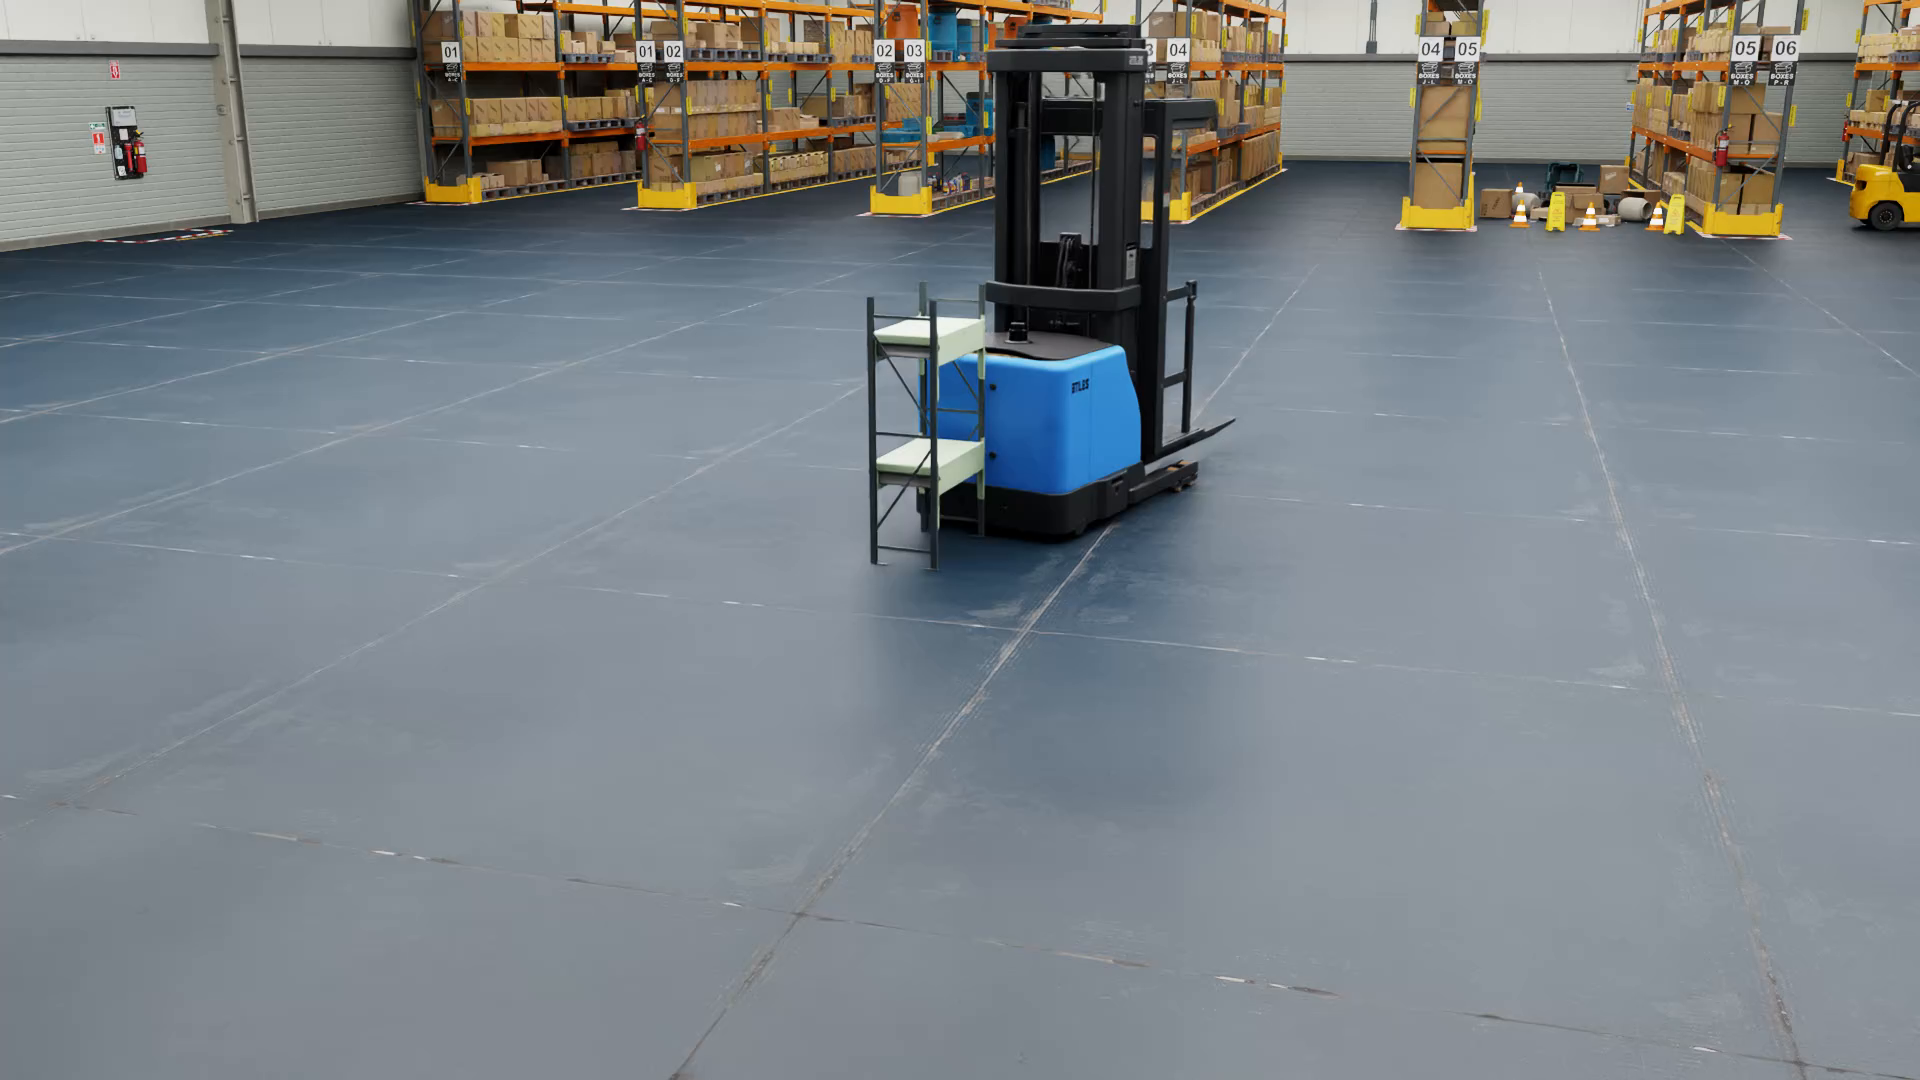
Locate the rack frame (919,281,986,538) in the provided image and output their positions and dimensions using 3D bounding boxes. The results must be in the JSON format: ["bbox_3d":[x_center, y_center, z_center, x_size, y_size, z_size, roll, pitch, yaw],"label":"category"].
[{"bbox_3d":[-0.044,-0.754,9.738,0.400,1.500,0.023,6,17,21],"label":"rack frame"}]

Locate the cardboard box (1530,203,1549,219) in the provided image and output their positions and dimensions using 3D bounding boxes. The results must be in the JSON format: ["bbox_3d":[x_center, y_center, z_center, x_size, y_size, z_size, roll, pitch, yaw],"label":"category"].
[{"bbox_3d":[10.777,-6.085,30.798,0.396,0.266,0.258,8,18,25],"label":"cardboard box"}]

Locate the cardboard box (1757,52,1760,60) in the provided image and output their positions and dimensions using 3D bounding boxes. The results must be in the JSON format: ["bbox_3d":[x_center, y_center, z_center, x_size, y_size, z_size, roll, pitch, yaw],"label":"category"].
[{"bbox_3d":[13.687,-8.182,28.143,0.380,0.149,0.250,5,16,16],"label":"cardboard box"}]

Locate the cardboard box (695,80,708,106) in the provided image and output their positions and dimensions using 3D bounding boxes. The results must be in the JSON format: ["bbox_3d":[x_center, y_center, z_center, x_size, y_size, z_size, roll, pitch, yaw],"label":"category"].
[{"bbox_3d":[-5.557,-9.072,33.757,0.700,0.500,0.500,4,16,14],"label":"cardboard box"}]

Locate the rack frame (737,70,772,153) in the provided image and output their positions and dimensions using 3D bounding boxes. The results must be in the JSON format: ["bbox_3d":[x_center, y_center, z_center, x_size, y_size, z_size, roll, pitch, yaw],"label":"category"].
[{"bbox_3d":[-6.065,-12.696,49.094,1.000,3.000,0.127,5,16,16],"label":"rack frame"}]

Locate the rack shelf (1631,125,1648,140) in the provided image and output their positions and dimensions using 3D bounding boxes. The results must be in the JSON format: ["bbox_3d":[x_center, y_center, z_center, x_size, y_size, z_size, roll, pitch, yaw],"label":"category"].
[{"bbox_3d":[17.116,-9.906,40.575,1.077,0.370,4.000,5,16,16],"label":"rack shelf"}]

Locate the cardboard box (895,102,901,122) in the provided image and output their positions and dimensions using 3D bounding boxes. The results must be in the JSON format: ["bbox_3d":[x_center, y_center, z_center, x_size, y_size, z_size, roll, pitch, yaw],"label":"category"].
[{"bbox_3d":[-1.902,-11.561,44.909,0.500,0.500,0.500,5,17,17],"label":"cardboard box"}]

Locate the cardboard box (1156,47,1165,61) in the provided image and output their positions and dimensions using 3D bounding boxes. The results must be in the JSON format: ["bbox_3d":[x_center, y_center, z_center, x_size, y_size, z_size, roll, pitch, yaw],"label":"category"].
[{"bbox_3d":[3.529,-8.875,30.399,0.500,0.250,0.500,5,17,17],"label":"cardboard box"}]

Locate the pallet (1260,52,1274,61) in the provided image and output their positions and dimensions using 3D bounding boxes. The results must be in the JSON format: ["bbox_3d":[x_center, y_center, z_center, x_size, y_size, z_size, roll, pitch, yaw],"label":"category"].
[{"bbox_3d":[7.289,-12.111,41.697,1.003,0.211,1.213,5,16,16],"label":"pallet"}]

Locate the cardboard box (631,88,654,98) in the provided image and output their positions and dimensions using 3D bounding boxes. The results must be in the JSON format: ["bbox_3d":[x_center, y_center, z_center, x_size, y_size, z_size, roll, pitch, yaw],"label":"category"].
[{"bbox_3d":[-7.954,-11.271,41.931,0.500,0.250,0.500,5,17,17],"label":"cardboard box"}]

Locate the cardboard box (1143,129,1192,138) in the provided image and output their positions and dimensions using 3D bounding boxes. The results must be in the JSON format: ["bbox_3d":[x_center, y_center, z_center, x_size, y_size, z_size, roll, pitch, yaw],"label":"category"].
[{"bbox_3d":[3.818,-7.691,30.719,0.875,0.500,0.500,5,16,16],"label":"cardboard box"}]

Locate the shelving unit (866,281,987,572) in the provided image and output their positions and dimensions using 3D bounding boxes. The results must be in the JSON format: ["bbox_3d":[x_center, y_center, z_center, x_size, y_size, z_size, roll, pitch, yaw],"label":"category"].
[{"bbox_3d":[-0.178,-0.661,9.410,0.431,1.500,0.755,6,17,21],"label":"shelving unit"}]

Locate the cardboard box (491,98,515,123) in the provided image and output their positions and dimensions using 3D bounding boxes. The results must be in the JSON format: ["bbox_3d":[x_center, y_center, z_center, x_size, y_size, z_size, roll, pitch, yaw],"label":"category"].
[{"bbox_3d":[-9.885,-9.173,35.538,0.500,0.500,0.500,4,16,14],"label":"cardboard box"}]

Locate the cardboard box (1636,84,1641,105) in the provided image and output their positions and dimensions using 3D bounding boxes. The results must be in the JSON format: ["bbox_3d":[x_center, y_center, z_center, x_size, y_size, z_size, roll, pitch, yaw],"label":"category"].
[{"bbox_3d":[17.135,-11.065,41.329,0.500,0.500,0.500,4,16,14],"label":"cardboard box"}]

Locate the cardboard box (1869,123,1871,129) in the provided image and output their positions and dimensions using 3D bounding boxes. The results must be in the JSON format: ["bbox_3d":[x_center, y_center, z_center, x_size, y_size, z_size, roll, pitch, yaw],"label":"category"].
[{"bbox_3d":[21.612,-9.729,39.095,0.380,0.149,0.250,5,16,16],"label":"cardboard box"}]

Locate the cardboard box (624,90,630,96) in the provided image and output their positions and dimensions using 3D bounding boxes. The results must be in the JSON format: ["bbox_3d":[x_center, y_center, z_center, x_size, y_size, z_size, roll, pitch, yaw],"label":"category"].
[{"bbox_3d":[-8.407,-11.082,41.226,0.380,0.149,0.250,2,16,9],"label":"cardboard box"}]

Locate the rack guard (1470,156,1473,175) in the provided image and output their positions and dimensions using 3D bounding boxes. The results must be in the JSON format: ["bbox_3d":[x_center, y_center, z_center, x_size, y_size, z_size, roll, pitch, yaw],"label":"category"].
[{"bbox_3d":[12.888,-9.910,43.853,1.175,0.500,0.348,5,16,16],"label":"rack guard"}]

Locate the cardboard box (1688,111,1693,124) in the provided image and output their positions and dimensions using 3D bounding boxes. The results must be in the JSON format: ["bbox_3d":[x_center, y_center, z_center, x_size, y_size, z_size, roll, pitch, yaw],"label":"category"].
[{"bbox_3d":[14.185,-8.168,31.631,0.500,0.500,0.500,4,16,15],"label":"cardboard box"}]

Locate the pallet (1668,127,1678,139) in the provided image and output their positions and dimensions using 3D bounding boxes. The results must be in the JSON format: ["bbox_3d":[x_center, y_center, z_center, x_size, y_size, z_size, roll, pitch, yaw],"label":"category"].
[{"bbox_3d":[15.310,-8.395,34.283,1.213,0.211,1.003,5,16,16],"label":"pallet"}]

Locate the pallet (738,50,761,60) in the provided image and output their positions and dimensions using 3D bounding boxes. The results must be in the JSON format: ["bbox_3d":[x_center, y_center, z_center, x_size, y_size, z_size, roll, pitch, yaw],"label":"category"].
[{"bbox_3d":[-4.942,-10.349,35.484,1.003,0.211,1.213,5,16,16],"label":"pallet"}]

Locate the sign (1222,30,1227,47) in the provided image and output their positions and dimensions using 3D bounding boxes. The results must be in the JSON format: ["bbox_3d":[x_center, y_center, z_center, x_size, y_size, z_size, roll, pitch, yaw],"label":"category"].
[{"bbox_3d":[5.295,-10.056,33.342,0.100,0.325,0.005,5,16,16],"label":"sign"}]

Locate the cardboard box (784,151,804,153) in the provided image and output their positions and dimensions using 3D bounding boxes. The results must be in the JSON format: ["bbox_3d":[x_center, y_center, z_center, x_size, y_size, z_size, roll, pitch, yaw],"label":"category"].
[{"bbox_3d":[-4.018,-9.255,40.203,0.500,0.311,0.500,5,17,18],"label":"cardboard box"}]

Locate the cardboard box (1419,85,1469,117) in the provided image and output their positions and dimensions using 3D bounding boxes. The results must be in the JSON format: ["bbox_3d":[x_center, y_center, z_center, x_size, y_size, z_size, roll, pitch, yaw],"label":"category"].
[{"bbox_3d":[8.573,-7.784,29.520,0.875,0.550,0.550,5,16,16],"label":"cardboard box"}]

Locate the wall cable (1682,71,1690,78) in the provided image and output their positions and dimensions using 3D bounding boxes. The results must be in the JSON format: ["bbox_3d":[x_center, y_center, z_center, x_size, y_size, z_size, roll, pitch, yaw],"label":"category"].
[{"bbox_3d":[20.627,-12.634,47.014,0.588,1.984,0.122,5,16,16],"label":"wall cable"}]

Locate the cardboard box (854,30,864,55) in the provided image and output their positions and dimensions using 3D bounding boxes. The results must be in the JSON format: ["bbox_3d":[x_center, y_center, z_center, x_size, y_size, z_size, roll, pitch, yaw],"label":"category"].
[{"bbox_3d":[-2.833,-12.705,42.493,0.600,0.600,0.600,4,16,15],"label":"cardboard box"}]

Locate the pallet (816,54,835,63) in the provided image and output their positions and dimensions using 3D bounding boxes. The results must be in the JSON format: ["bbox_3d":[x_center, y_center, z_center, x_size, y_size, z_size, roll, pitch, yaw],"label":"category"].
[{"bbox_3d":[-3.695,-11.388,39.330,1.213,0.211,1.003,5,17,18],"label":"pallet"}]

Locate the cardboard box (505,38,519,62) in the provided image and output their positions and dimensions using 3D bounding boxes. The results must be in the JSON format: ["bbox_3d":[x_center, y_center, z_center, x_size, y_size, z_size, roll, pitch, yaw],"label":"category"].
[{"bbox_3d":[-9.814,-10.495,35.616,0.500,0.500,0.500,6,17,19],"label":"cardboard box"}]

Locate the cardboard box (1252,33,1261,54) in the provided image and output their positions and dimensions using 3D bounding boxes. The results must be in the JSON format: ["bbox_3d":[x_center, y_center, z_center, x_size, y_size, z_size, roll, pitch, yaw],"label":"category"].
[{"bbox_3d":[6.891,-12.038,40.324,0.700,0.500,0.500,5,17,17],"label":"cardboard box"}]

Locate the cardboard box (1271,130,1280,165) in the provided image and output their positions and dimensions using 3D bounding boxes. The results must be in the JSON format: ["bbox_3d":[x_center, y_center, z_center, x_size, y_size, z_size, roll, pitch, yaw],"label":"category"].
[{"bbox_3d":[8.078,-10.550,44.652,0.875,0.875,0.875,5,16,16],"label":"cardboard box"}]

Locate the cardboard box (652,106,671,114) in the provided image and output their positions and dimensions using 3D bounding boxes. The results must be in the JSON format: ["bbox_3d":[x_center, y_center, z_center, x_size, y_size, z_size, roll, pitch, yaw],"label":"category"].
[{"bbox_3d":[-5.935,-8.602,33.288,0.380,0.149,0.250,4,16,15],"label":"cardboard box"}]

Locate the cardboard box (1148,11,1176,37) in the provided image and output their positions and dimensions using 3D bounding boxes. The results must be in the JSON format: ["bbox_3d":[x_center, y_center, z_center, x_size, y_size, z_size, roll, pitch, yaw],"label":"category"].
[{"bbox_3d":[3.834,-9.658,31.240,0.500,0.500,0.500,5,16,16],"label":"cardboard box"}]

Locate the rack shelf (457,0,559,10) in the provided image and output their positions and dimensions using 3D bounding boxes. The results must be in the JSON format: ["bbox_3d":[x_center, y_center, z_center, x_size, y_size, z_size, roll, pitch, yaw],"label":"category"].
[{"bbox_3d":[-10.043,-11.572,35.461,1.077,0.370,4.000,5,16,16],"label":"rack shelf"}]

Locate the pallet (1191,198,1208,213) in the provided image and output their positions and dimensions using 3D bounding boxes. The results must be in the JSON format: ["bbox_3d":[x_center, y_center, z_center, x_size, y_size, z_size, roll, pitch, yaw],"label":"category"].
[{"bbox_3d":[4.271,-6.564,32.585,1.003,0.211,1.213,5,16,16],"label":"pallet"}]

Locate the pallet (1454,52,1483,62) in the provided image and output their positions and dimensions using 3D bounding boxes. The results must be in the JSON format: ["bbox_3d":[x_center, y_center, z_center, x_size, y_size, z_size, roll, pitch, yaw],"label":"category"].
[{"bbox_3d":[10.189,-9.927,34.179,1.003,0.211,1.213,5,17,18],"label":"pallet"}]

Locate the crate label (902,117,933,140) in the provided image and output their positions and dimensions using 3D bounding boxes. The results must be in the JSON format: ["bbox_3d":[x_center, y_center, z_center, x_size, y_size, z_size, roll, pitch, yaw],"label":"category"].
[{"bbox_3d":[-0.849,-8.261,33.394,0.502,0.435,0.616,5,16,16],"label":"crate label"}]

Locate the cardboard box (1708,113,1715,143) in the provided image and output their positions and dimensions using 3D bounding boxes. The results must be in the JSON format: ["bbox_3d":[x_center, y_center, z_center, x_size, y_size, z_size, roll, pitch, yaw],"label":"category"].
[{"bbox_3d":[13.174,-7.075,28.546,0.500,0.500,0.500,5,16,16],"label":"cardboard box"}]

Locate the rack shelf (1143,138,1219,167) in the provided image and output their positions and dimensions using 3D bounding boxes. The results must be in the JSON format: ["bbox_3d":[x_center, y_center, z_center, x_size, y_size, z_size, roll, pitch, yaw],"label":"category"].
[{"bbox_3d":[4.204,-7.535,32.216,1.077,0.370,4.000,5,16,16],"label":"rack shelf"}]

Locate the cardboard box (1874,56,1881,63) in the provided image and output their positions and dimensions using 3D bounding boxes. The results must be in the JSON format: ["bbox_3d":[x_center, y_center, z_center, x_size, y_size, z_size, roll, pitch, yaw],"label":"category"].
[{"bbox_3d":[21.536,-11.189,38.744,0.380,0.149,0.250,5,17,17],"label":"cardboard box"}]

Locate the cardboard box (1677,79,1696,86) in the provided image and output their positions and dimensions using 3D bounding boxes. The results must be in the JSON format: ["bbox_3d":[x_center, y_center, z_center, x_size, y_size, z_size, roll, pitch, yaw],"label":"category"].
[{"bbox_3d":[16.886,-10.633,38.614,0.380,0.149,0.250,4,16,15],"label":"cardboard box"}]

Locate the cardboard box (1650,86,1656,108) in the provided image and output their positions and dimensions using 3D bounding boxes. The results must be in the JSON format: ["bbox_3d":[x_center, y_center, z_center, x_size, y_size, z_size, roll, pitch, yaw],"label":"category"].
[{"bbox_3d":[16.147,-10.165,38.155,0.500,0.500,0.500,5,17,17],"label":"cardboard box"}]

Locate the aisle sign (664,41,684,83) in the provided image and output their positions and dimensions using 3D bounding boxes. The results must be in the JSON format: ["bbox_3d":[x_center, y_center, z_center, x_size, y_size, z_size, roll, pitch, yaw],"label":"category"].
[{"bbox_3d":[-5.586,-9.337,32.486,0.394,0.787,0.004,5,16,16],"label":"aisle sign"}]

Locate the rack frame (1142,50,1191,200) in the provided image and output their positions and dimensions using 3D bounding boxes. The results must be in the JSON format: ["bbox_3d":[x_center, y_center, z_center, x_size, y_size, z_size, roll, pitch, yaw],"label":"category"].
[{"bbox_3d":[3.636,-7.358,30.273,1.000,3.000,0.127,5,16,16],"label":"rack frame"}]

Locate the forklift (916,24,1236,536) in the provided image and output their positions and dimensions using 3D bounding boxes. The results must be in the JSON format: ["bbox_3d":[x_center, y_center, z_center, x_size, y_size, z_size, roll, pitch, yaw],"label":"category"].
[{"bbox_3d":[0.937,-1.786,10.753,1.130,2.935,3.031,10,18,30],"label":"forklift"}]

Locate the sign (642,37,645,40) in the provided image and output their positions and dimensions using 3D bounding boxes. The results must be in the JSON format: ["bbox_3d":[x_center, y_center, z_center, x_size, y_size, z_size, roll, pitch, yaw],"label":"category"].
[{"bbox_3d":[-7.818,-12.252,41.085,0.100,0.325,0.005,5,16,16],"label":"sign"}]

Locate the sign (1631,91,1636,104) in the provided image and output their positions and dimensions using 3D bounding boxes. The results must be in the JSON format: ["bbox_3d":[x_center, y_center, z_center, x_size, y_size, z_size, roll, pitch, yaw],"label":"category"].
[{"bbox_3d":[17.154,-11.275,42.350,0.100,0.325,0.005,5,16,16],"label":"sign"}]

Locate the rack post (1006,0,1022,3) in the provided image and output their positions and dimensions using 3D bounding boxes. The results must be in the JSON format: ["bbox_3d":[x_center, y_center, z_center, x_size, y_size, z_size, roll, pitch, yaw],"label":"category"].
[{"bbox_3d":[0.501,-12.293,36.311,1.013,1.000,3.121,5,16,16],"label":"rack post"}]

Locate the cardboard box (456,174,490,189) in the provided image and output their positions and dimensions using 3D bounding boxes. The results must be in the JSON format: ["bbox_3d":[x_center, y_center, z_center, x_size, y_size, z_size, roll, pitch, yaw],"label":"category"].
[{"bbox_3d":[-10.329,-7.602,35.256,0.500,0.311,0.500,3,16,10],"label":"cardboard box"}]

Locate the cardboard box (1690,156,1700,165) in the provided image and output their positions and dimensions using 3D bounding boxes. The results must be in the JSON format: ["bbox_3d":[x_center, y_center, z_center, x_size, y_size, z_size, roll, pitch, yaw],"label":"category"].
[{"bbox_3d":[13.754,-7.026,30.811,0.380,0.149,0.250,5,17,17],"label":"cardboard box"}]

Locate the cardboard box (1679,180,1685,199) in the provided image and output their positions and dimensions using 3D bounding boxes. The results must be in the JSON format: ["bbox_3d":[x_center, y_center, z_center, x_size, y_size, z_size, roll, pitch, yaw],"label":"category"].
[{"bbox_3d":[14.421,-6.711,32.039,0.950,0.372,0.625,5,17,17],"label":"cardboard box"}]

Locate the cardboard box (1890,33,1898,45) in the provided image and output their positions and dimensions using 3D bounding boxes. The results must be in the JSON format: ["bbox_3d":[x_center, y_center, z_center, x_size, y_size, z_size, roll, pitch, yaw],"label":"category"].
[{"bbox_3d":[21.220,-11.250,37.313,0.500,0.250,0.500,5,16,16],"label":"cardboard box"}]

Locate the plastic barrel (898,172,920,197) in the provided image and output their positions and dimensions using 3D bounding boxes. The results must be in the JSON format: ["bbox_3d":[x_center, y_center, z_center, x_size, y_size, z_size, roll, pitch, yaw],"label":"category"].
[{"bbox_3d":[-0.999,-6.925,32.538,0.421,0.512,0.421,0,16,0],"label":"plastic barrel"}]

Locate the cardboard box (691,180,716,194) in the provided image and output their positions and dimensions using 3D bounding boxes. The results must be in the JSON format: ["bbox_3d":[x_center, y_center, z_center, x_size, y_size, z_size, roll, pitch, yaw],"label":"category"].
[{"bbox_3d":[-5.357,-7.260,34.199,0.500,0.250,0.500,5,16,16],"label":"cardboard box"}]

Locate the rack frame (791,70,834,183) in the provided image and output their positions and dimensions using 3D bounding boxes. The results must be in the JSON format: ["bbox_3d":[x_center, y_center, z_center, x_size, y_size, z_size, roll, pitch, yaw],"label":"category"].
[{"bbox_3d":[-3.588,-10.220,40.364,1.000,3.000,0.127,5,16,16],"label":"rack frame"}]
